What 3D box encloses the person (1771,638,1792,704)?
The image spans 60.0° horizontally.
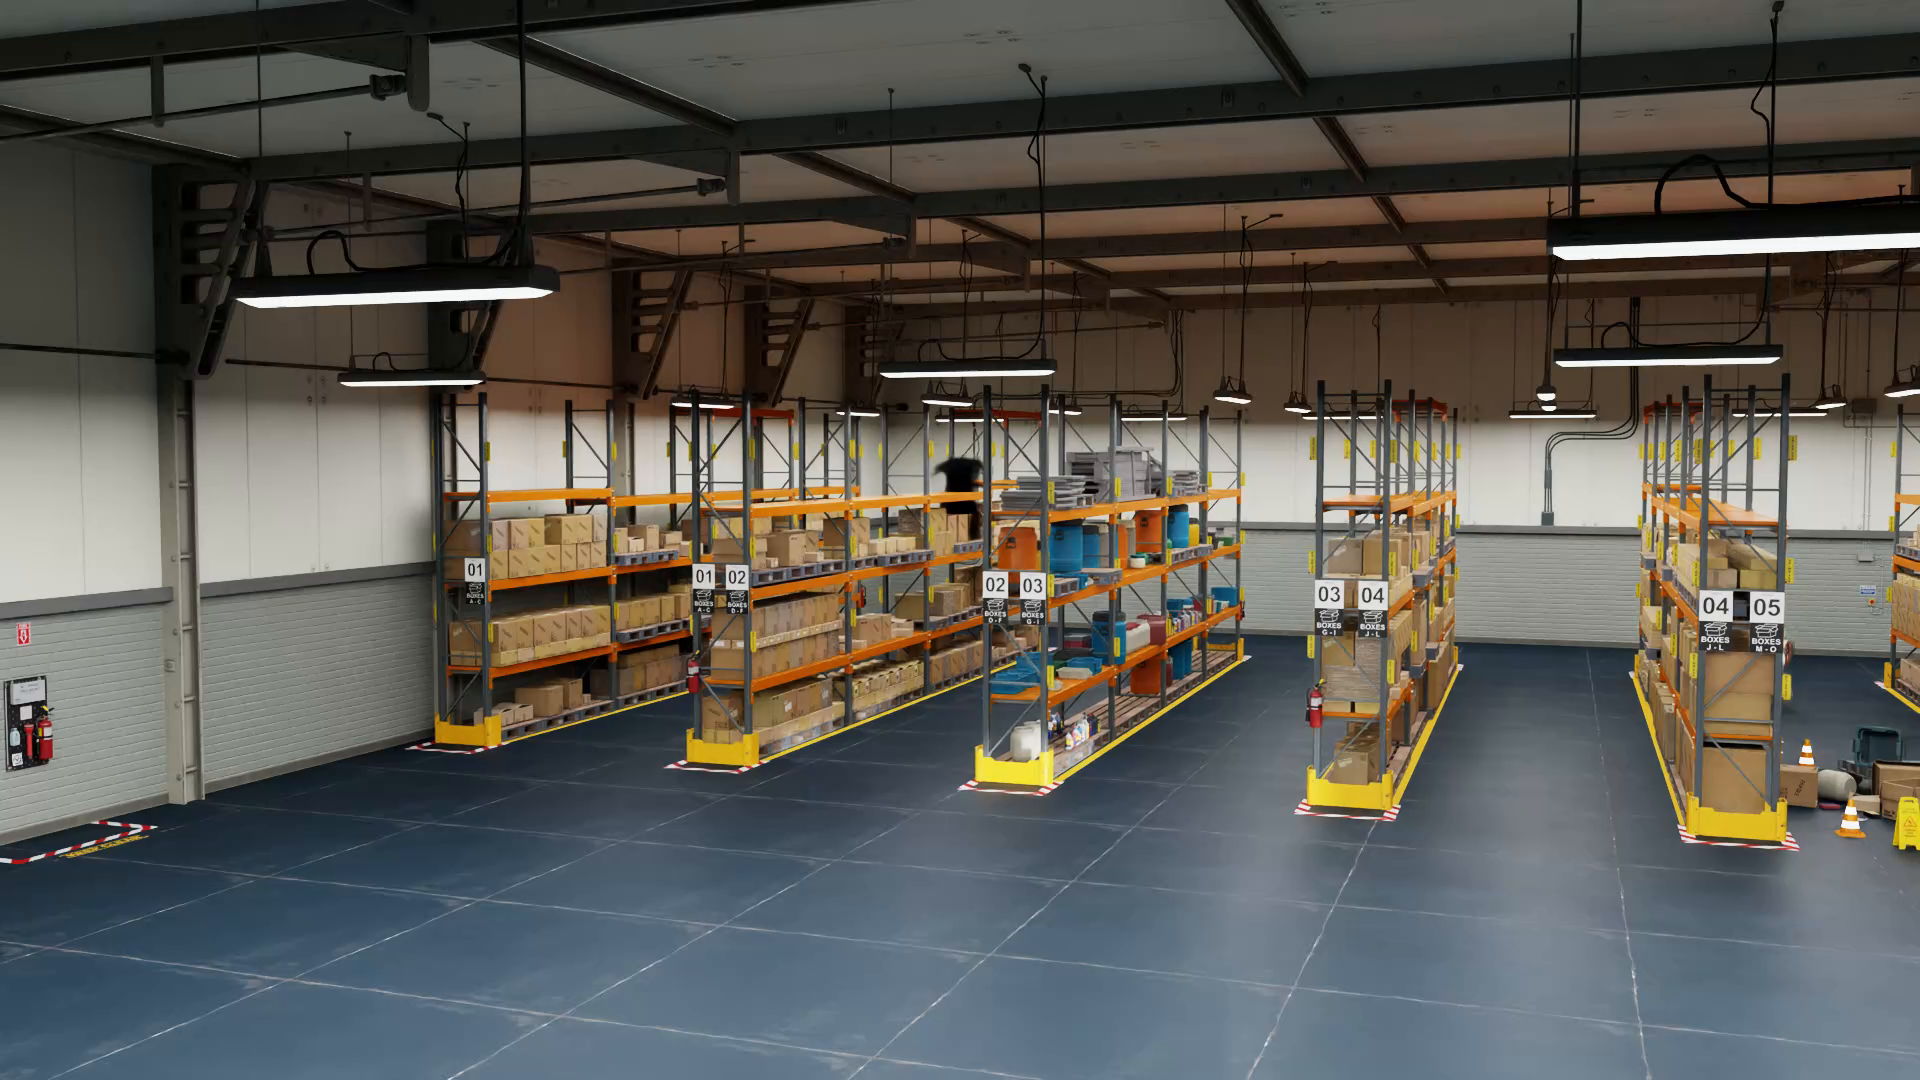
[{"bbox_3d":[16.170,2.464,33.072,0.733,1.567,0.903,0,3,-5],"label":"person"}]
